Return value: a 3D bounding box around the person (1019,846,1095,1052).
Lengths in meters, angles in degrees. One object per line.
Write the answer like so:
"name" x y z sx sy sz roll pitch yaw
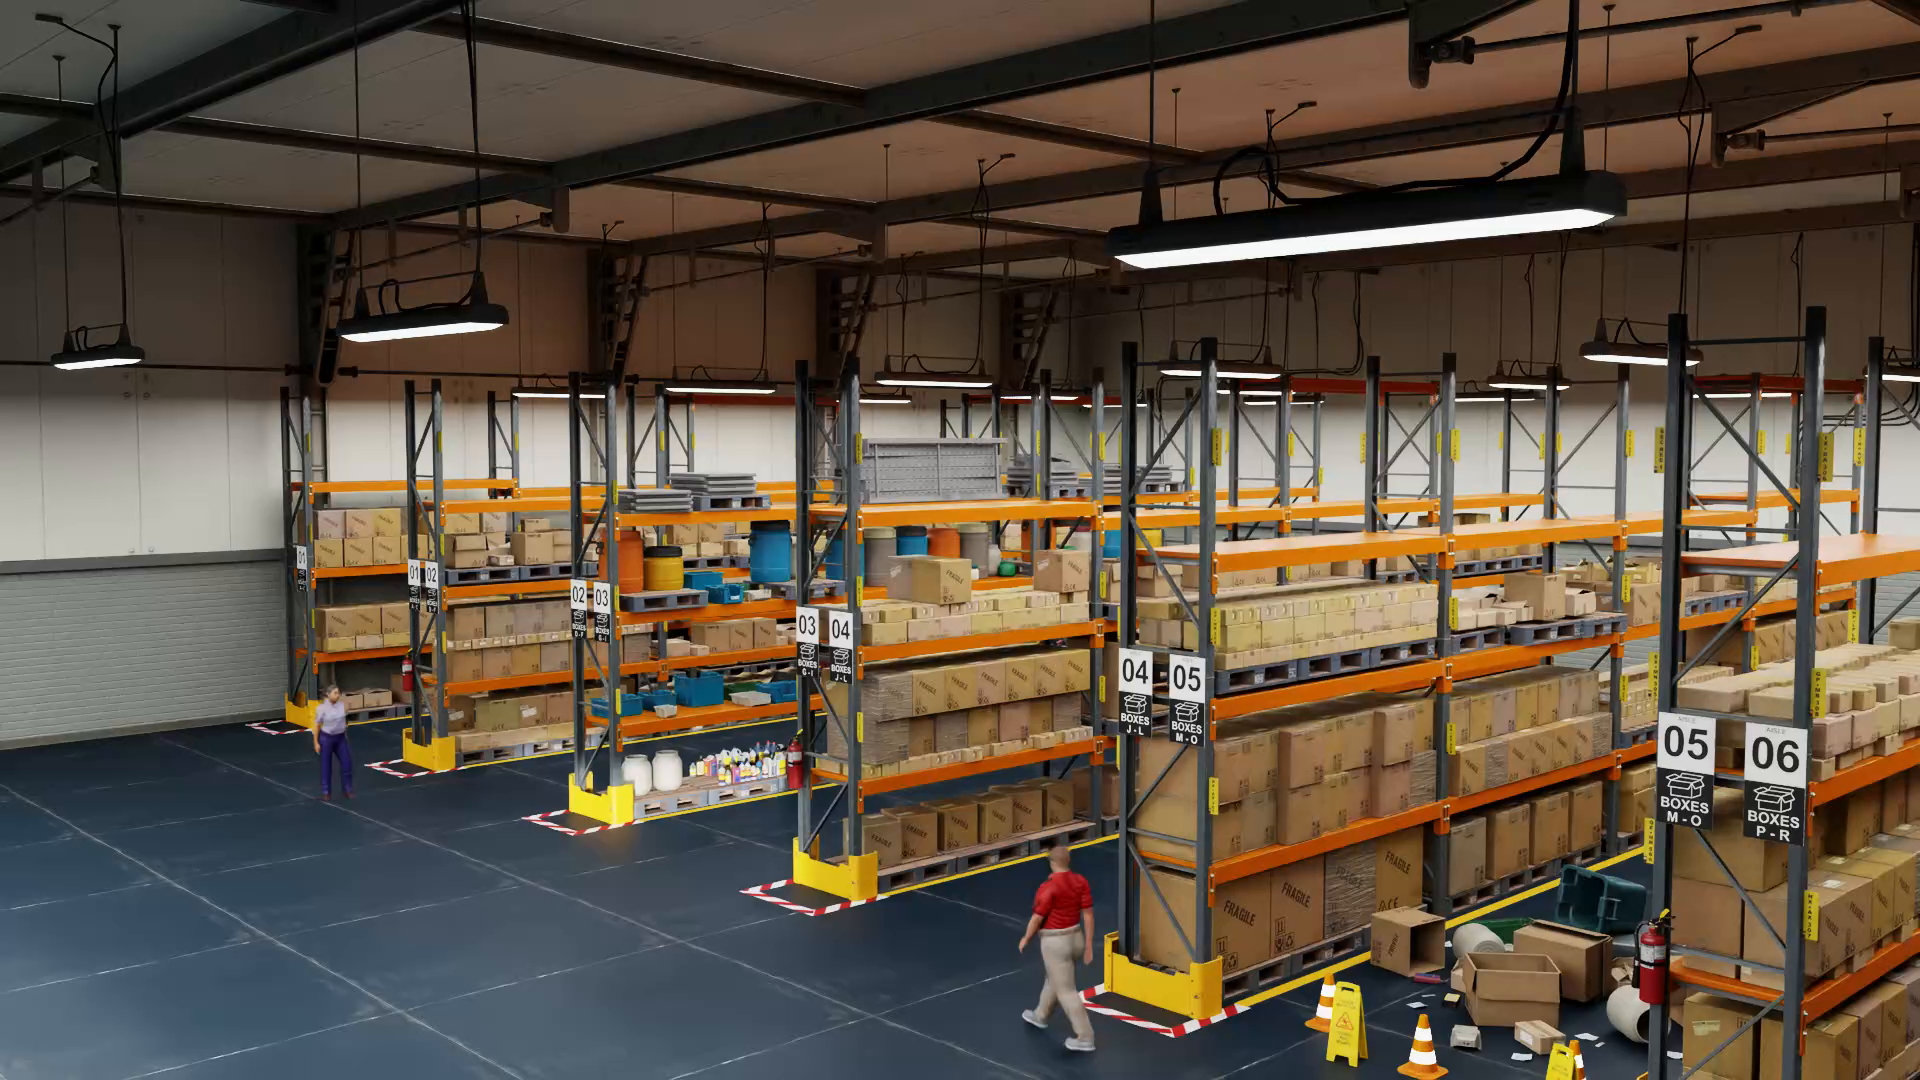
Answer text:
"person" 0.778 3.402 14.061 0.986 1.679 0.537 3 5 42

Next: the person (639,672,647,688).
"person" -6.147 2.382 31.589 0.501 1.659 0.332 -3 5 -39

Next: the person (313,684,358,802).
"person" -8.858 2.878 23.480 0.444 1.644 0.552 3 5 36
